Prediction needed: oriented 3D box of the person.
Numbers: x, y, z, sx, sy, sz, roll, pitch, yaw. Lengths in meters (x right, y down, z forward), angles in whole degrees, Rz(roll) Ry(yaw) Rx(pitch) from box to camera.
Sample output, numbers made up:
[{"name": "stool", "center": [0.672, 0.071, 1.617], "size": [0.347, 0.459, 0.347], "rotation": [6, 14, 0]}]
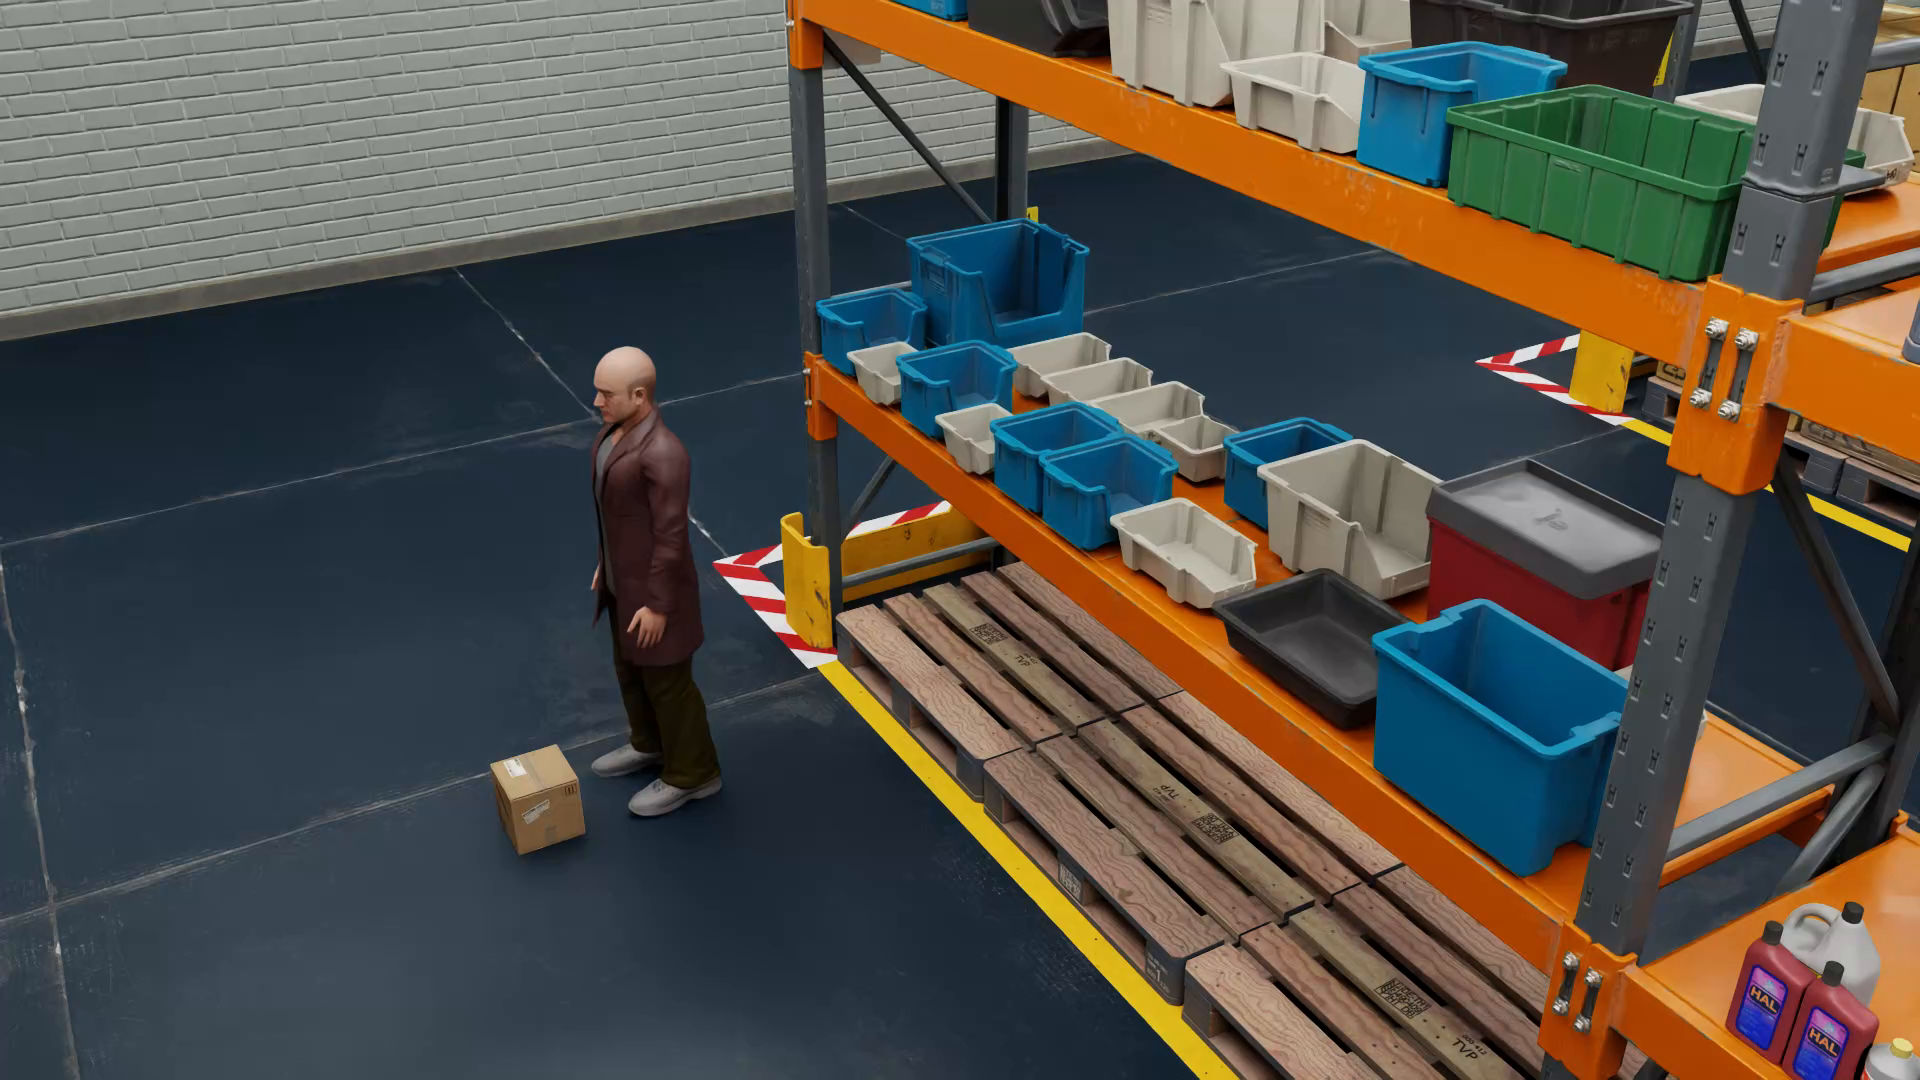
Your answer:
[{"name": "person", "center": [-1.134, 0.161, 5.907], "size": [0.410, 1.788, 0.565], "rotation": [-15, 32, -26]}]
